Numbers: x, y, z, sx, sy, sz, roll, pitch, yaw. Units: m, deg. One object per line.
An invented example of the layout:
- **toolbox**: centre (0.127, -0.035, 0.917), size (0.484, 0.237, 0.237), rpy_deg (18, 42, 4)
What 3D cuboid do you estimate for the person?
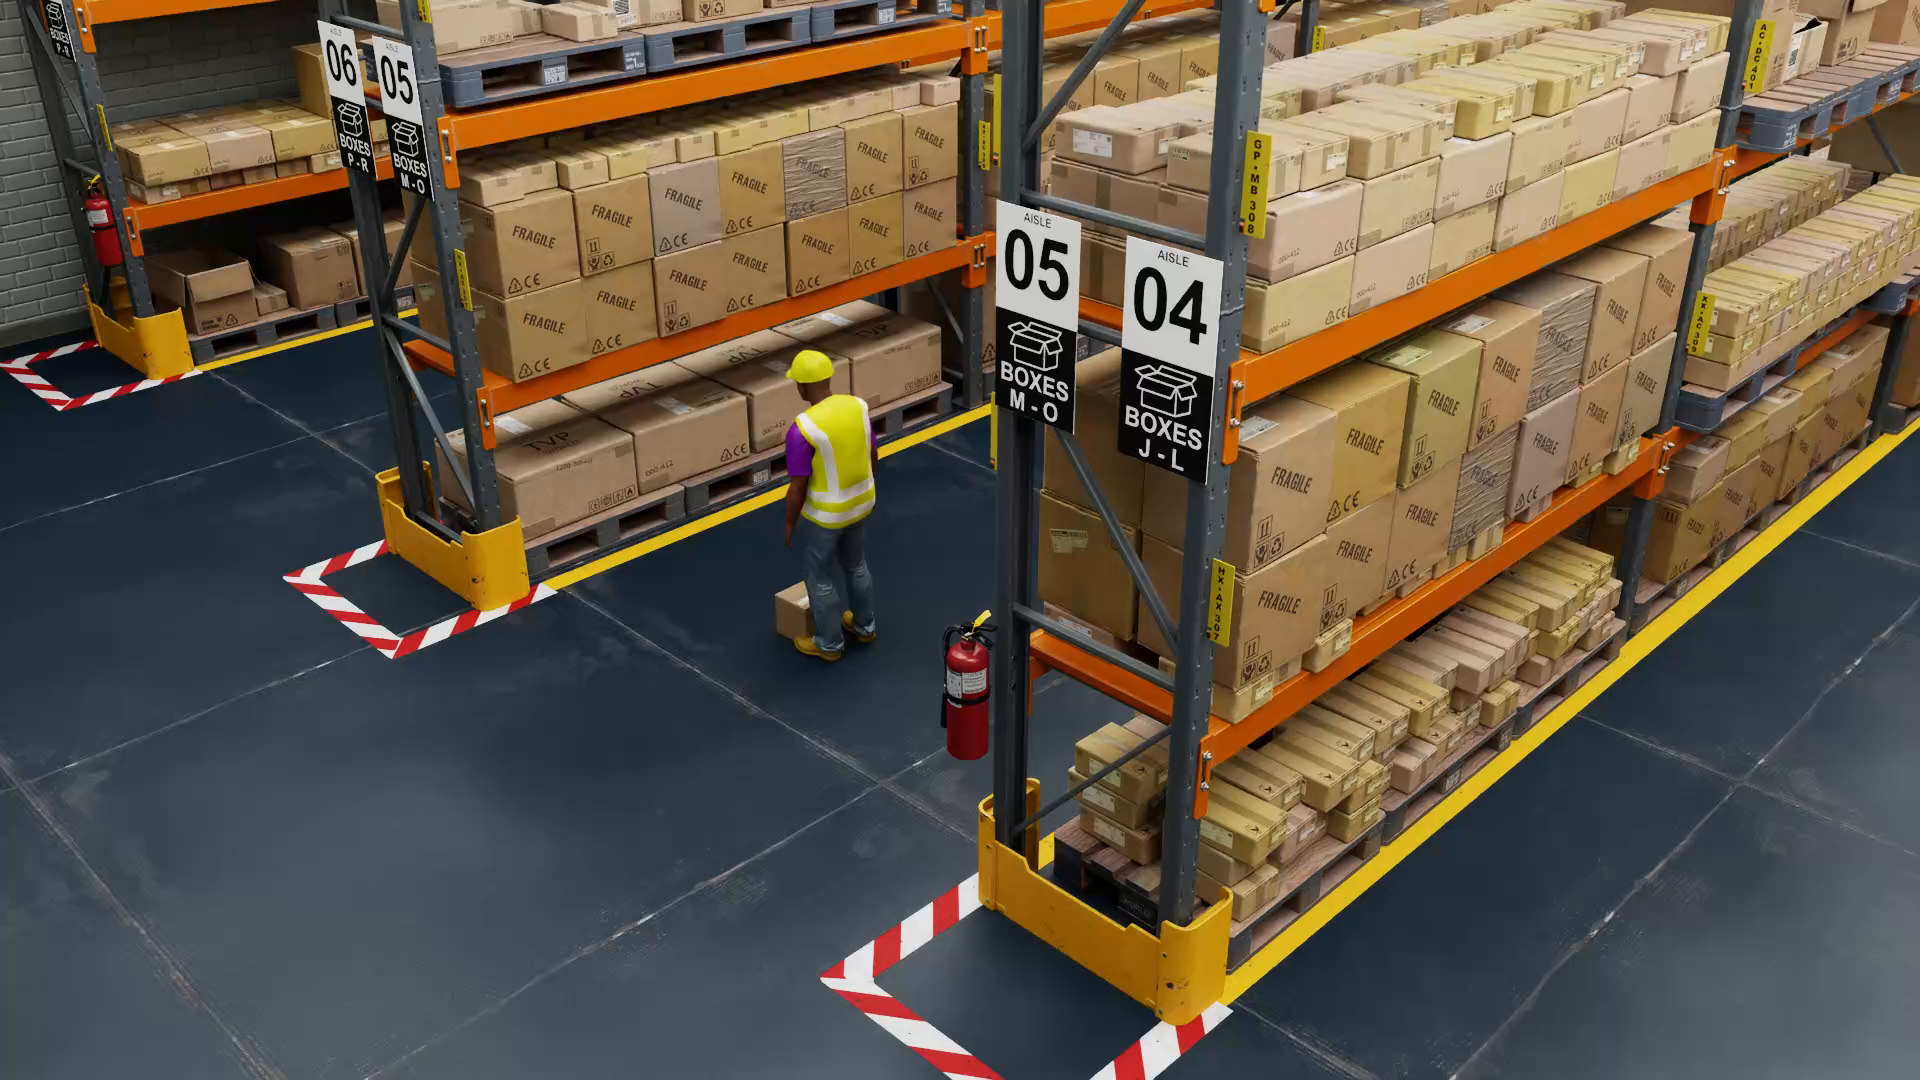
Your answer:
- **person**: centre (-0.704, -0.183, 8.954), size (0.463, 1.757, 0.634), rpy_deg (24, 36, 38)
